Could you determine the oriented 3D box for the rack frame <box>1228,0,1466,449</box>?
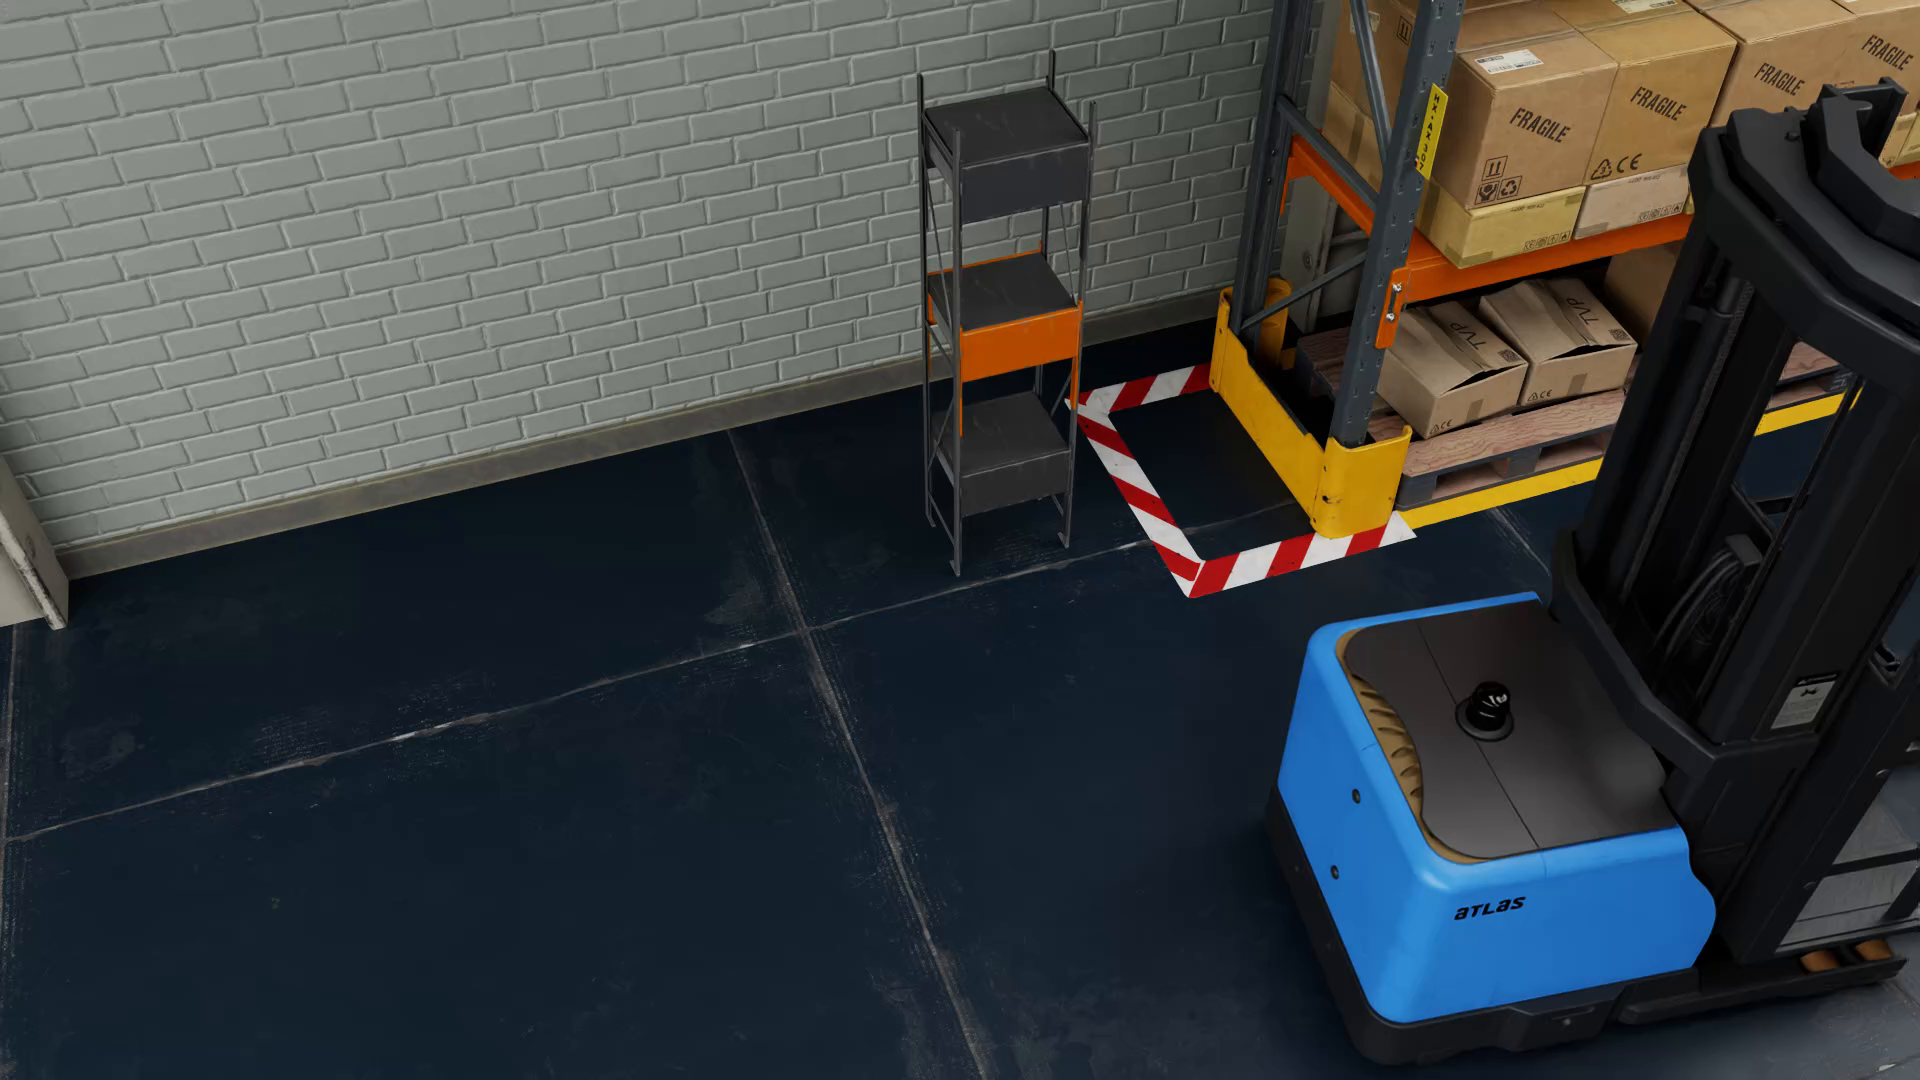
[{"bbox_3d":[1.437,-1.462,6.399,0.127,3.000,1.000,-14,47,-14],"label":"rack frame"}]

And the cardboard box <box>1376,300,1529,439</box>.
[{"bbox_3d":[2.118,-0.775,7.301,0.500,0.311,0.500,-19,48,-18],"label":"cardboard box"}]

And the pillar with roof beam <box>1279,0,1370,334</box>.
[{"bbox_3d":[3.263,-1.457,2.158,0.400,9.000,9.100,-14,47,-14],"label":"pillar with roof beam"}]

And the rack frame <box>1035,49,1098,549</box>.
[{"bbox_3d":[0.385,-0.840,6.414,0.015,2.100,0.400,-14,47,-14],"label":"rack frame"}]

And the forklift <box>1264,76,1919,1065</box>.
[{"bbox_3d":[2.659,0.120,4.870,3.031,2.935,1.130,-8,46,-8],"label":"forklift"}]

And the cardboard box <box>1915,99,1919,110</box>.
[{"bbox_3d":[3.914,-2.086,6.582,0.500,0.500,0.500,-16,47,-15],"label":"cardboard box"}]

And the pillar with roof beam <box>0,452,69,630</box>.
[{"bbox_3d":[-2.381,-0.014,0.720,0.400,9.000,9.100,-14,47,-14],"label":"pillar with roof beam"}]

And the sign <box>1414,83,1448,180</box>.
[{"bbox_3d":[1.621,-1.406,5.732,0.005,0.325,0.100,-14,47,-14],"label":"sign"}]

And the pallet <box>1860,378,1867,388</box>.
[{"bbox_3d":[4.579,-1.255,8.161,1.213,0.211,1.003,-14,47,-14],"label":"pallet"}]

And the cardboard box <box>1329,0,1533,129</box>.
[{"bbox_3d":[1.808,-1.936,6.433,0.500,0.500,0.500,-15,47,-14],"label":"cardboard box"}]

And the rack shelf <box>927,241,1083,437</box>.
[{"bbox_3d":[0.156,-0.771,6.365,0.480,0.518,0.431,-14,47,-14],"label":"rack shelf"}]

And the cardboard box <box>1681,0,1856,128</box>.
[{"bbox_3d":[2.944,-1.828,6.326,0.500,0.500,0.500,-16,47,-15],"label":"cardboard box"}]

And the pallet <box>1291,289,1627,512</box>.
[{"bbox_3d":[2.284,-0.668,7.576,1.213,0.211,1.003,-14,47,-14],"label":"pallet"}]

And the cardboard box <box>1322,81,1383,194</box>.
[{"bbox_3d":[1.810,-1.658,6.686,0.500,0.250,0.500,-14,47,-13],"label":"cardboard box"}]

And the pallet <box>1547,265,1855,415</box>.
[{"bbox_3d":[3.430,-0.959,7.866,1.213,0.211,1.003,-14,47,-14],"label":"pallet"}]

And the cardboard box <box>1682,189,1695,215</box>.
[{"bbox_3d":[2.968,-1.575,6.603,0.500,0.250,0.500,-15,47,-14],"label":"cardboard box"}]

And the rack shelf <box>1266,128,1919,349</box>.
[{"bbox_3d":[3.318,-1.689,7.133,4.000,0.370,1.077,-14,47,-14],"label":"rack shelf"}]

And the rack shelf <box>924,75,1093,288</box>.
[{"bbox_3d":[0.156,-1.266,5.869,0.480,0.518,0.431,-14,47,-14],"label":"rack shelf"}]

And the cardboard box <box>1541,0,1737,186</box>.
[{"bbox_3d":[2.456,-1.708,6.206,0.500,0.500,0.500,-14,47,-14],"label":"cardboard box"}]

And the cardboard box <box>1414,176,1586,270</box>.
[{"bbox_3d":[2.003,-1.322,6.351,0.500,0.250,0.500,-16,47,-15],"label":"cardboard box"}]

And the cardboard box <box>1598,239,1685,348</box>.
[{"bbox_3d":[3.361,-1.122,7.514,0.500,0.500,0.700,-17,48,-16],"label":"cardboard box"}]

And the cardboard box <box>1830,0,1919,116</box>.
[{"bbox_3d":[3.425,-1.960,6.457,0.500,0.500,0.500,-13,47,-13],"label":"cardboard box"}]

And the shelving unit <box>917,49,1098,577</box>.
[{"bbox_3d":[0.156,-0.781,6.355,0.503,2.100,0.431,-14,47,-14],"label":"shelving unit"}]

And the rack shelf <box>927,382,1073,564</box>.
[{"bbox_3d":[0.156,-0.277,6.861,0.480,0.518,0.431,-14,47,-14],"label":"rack shelf"}]

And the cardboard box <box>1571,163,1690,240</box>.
[{"bbox_3d":[2.487,-1.457,6.485,0.500,0.250,0.500,-16,47,-15],"label":"cardboard box"}]

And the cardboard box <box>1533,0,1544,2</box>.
[{"bbox_3d":[2.284,-2.051,6.548,0.500,0.500,0.500,-14,47,-13],"label":"cardboard box"}]

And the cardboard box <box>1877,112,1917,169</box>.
[{"bbox_3d":[3.444,-1.695,6.723,0.500,0.250,0.500,-14,47,-14],"label":"cardboard box"}]

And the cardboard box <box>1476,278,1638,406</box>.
[{"bbox_3d":[2.654,-0.912,7.438,0.500,0.311,0.500,-11,46,-11],"label":"cardboard box"}]

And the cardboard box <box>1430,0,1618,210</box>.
[{"bbox_3d":[1.988,-1.596,6.094,0.500,0.500,0.500,-14,47,-14],"label":"cardboard box"}]

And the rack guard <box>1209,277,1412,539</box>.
[{"bbox_3d":[1.508,-0.598,7.302,0.348,0.500,1.175,-14,47,-14],"label":"rack guard"}]

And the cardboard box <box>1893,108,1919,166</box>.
[{"bbox_3d":[3.917,-1.817,6.844,0.500,0.250,0.500,-15,47,-14],"label":"cardboard box"}]

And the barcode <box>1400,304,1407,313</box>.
[{"bbox_3d":[1.999,-1.049,7.568,0.075,0.075,0.001,-14,47,-14],"label":"barcode"}]

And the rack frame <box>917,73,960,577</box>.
[{"bbox_3d":[-0.074,-0.722,6.297,0.015,2.100,0.400,-14,47,-14],"label":"rack frame"}]
